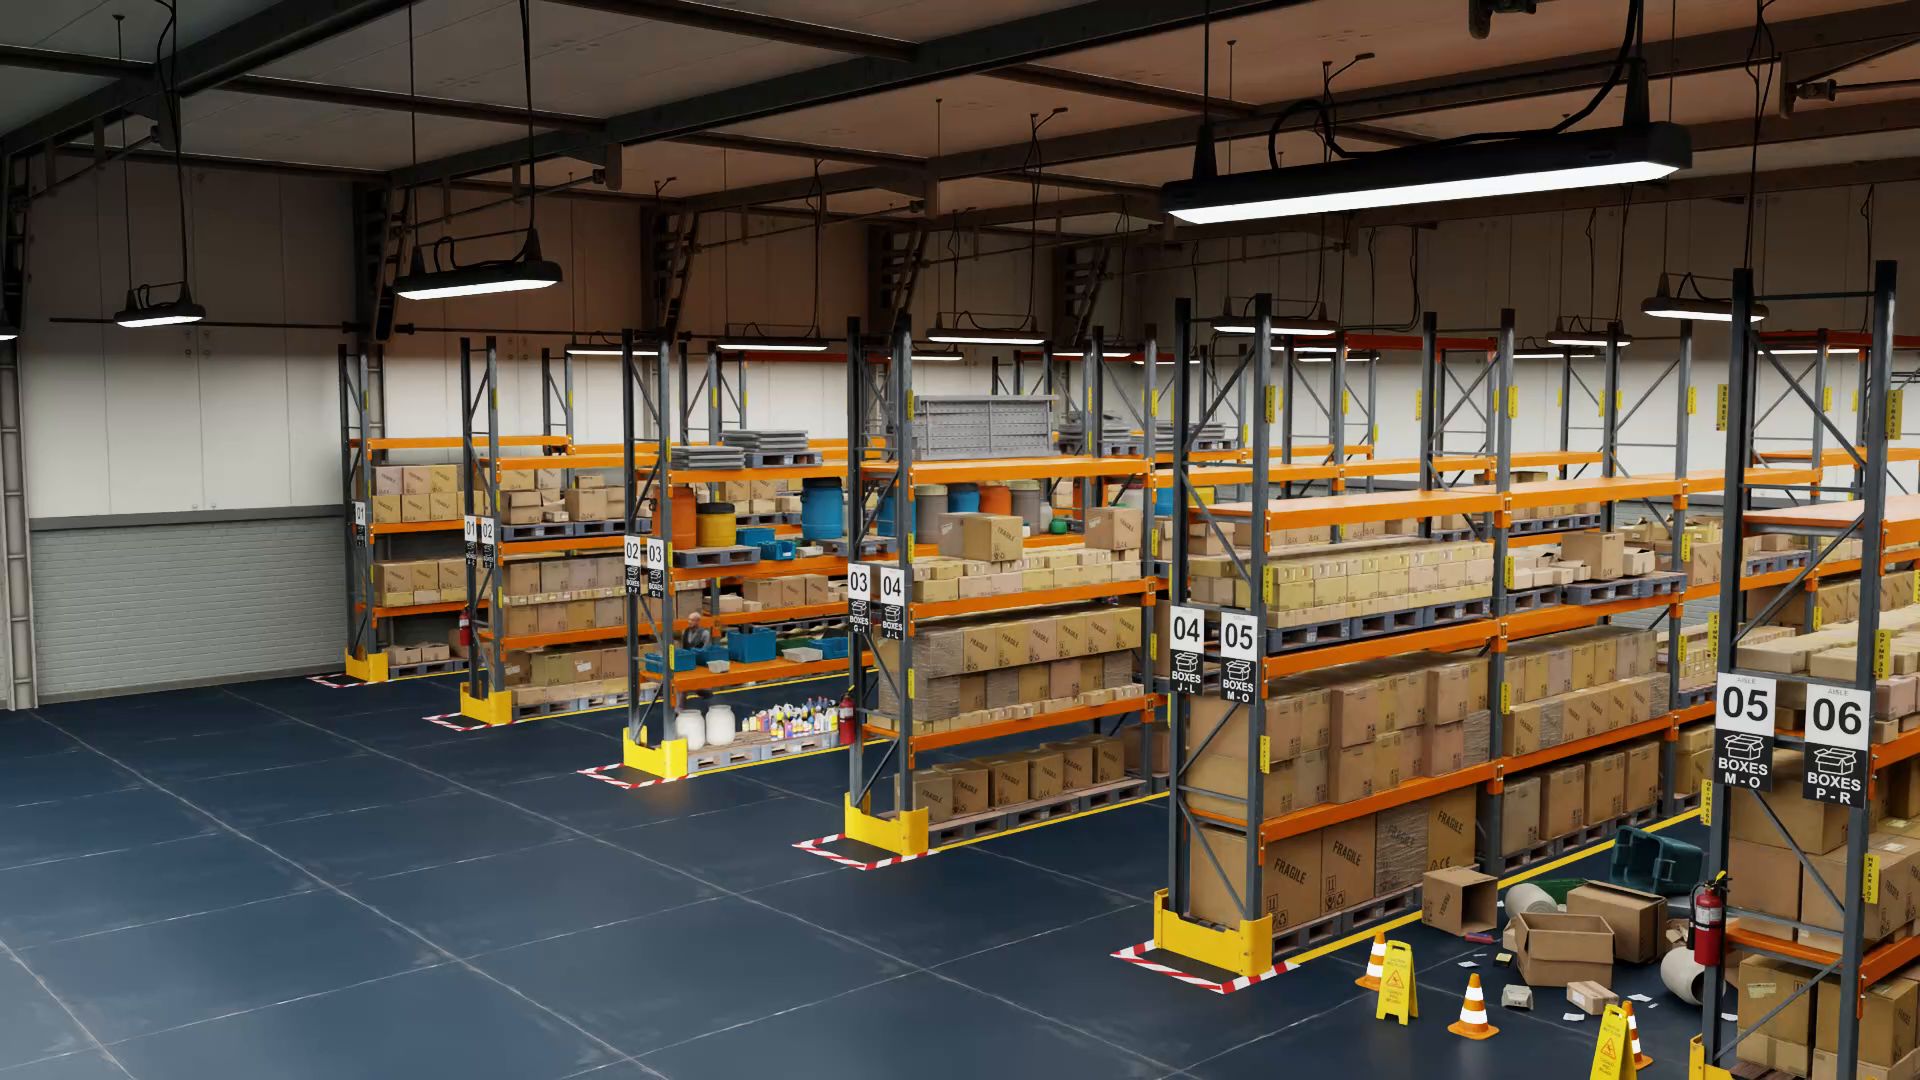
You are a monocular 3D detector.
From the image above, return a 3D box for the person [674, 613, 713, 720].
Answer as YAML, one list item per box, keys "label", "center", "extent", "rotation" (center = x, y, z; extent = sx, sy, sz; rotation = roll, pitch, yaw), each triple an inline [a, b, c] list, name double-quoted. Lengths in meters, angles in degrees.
- label: "person"
  center: [-4.179, 1.965, 26.099]
  extent: [0.555, 1.657, 1.018]
  rotation: [1, 5, 14]

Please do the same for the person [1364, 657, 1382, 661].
- label: "person"
  center: [5.776, 2.297, 22.708]
  extent: [0.620, 1.687, 0.695]
  rotation: [-3, 6, -34]
